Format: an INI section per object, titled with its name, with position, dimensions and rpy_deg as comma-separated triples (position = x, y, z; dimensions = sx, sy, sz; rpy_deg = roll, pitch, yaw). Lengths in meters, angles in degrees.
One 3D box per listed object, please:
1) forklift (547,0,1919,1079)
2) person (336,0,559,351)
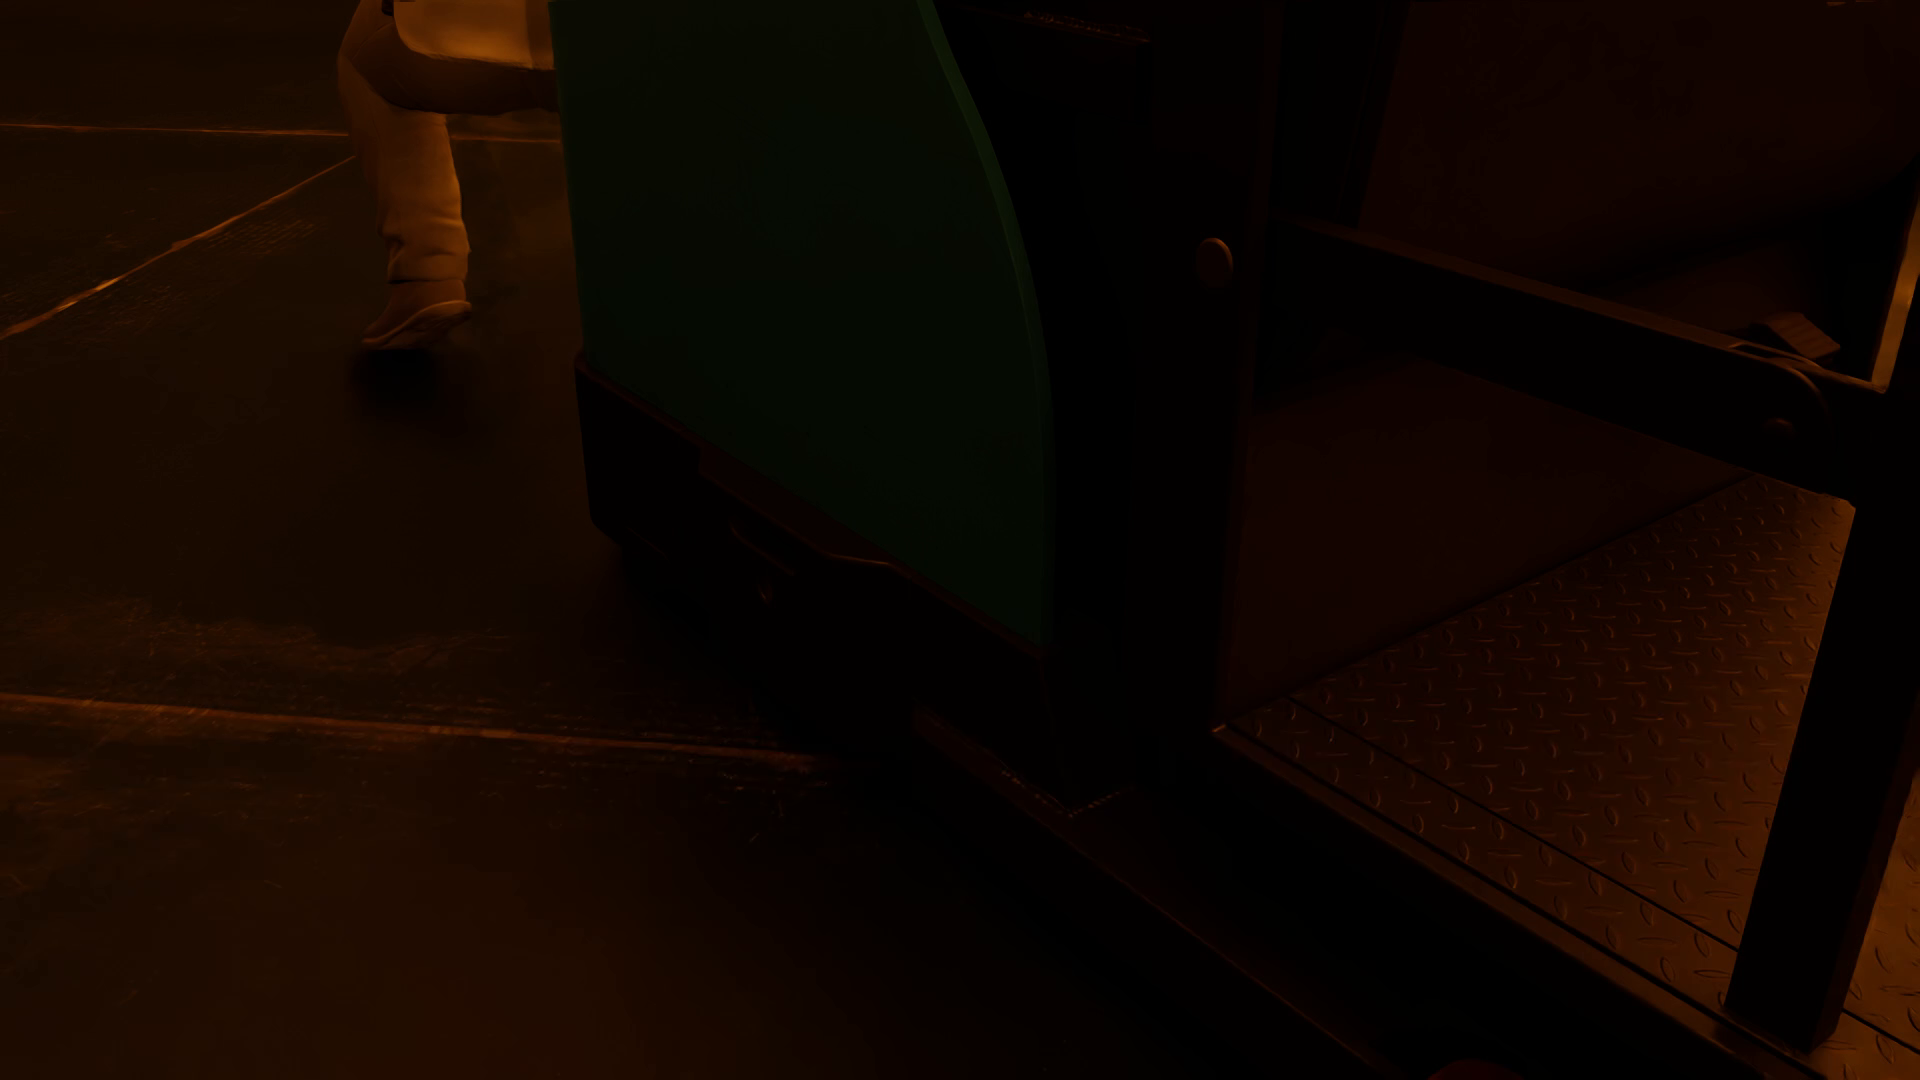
[forklift]
position = 0.758, -0.907, 1.035
dimensions = 1.130, 2.935, 3.031
rpy_deg = -19, 32, -33
[person]
position = -0.659, -1.002, 2.845
dimensions = 1.009, 1.526, 0.769
rpy_deg = 1, 27, 1
